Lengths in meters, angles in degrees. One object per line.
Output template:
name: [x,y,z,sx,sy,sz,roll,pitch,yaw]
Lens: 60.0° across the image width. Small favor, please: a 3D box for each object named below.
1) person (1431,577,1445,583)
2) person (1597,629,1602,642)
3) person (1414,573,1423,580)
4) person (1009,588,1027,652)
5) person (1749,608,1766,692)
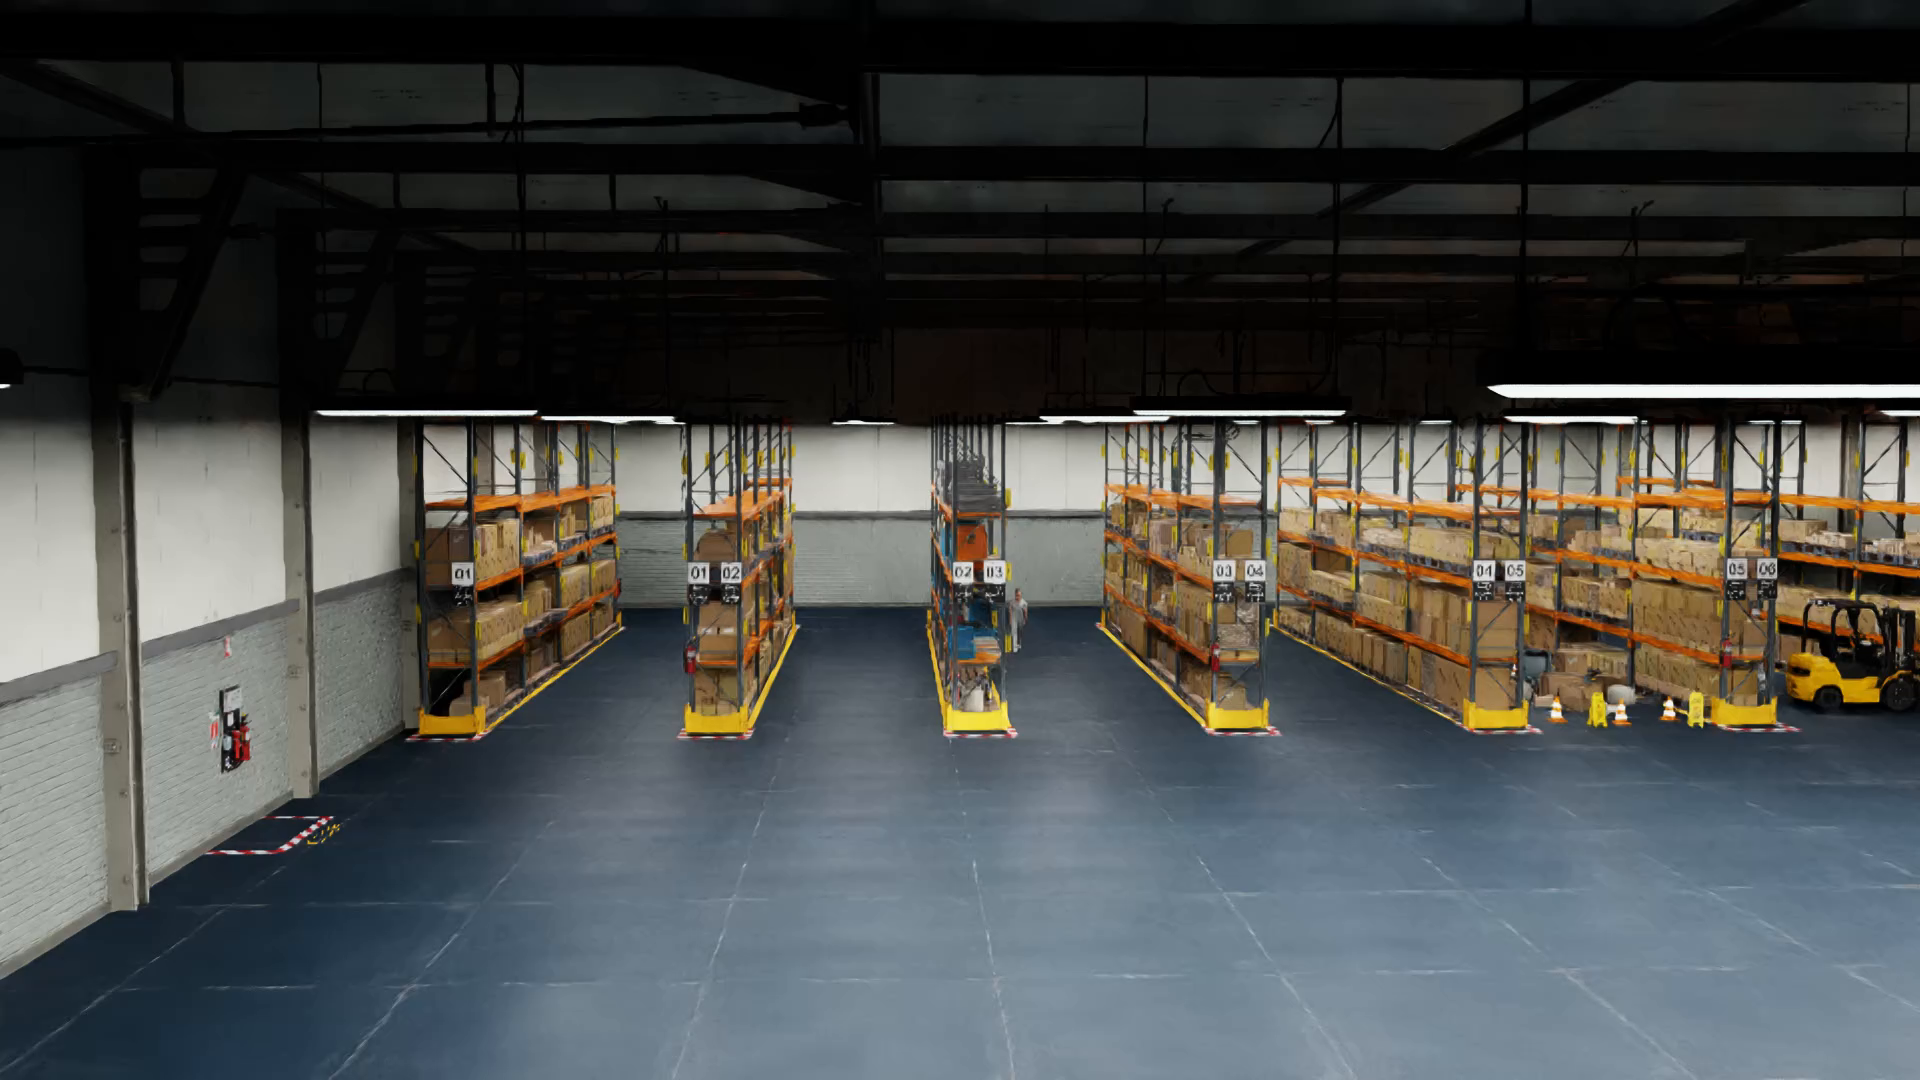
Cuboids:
person: [14.189,1.489,49.169,0.395,1.760,0.660,-3,5,-34]
person: [16.809,1.901,44.215,0.556,1.600,0.581,2,4,24]
person: [12.715,1.682,46.254,0.575,1.790,0.727,0,4,2]
person: [1.495,2.023,42.460,0.445,1.591,1.110,0,4,-5]
person: [17.194,2.363,36.049,0.569,1.786,0.653,2,4,28]
